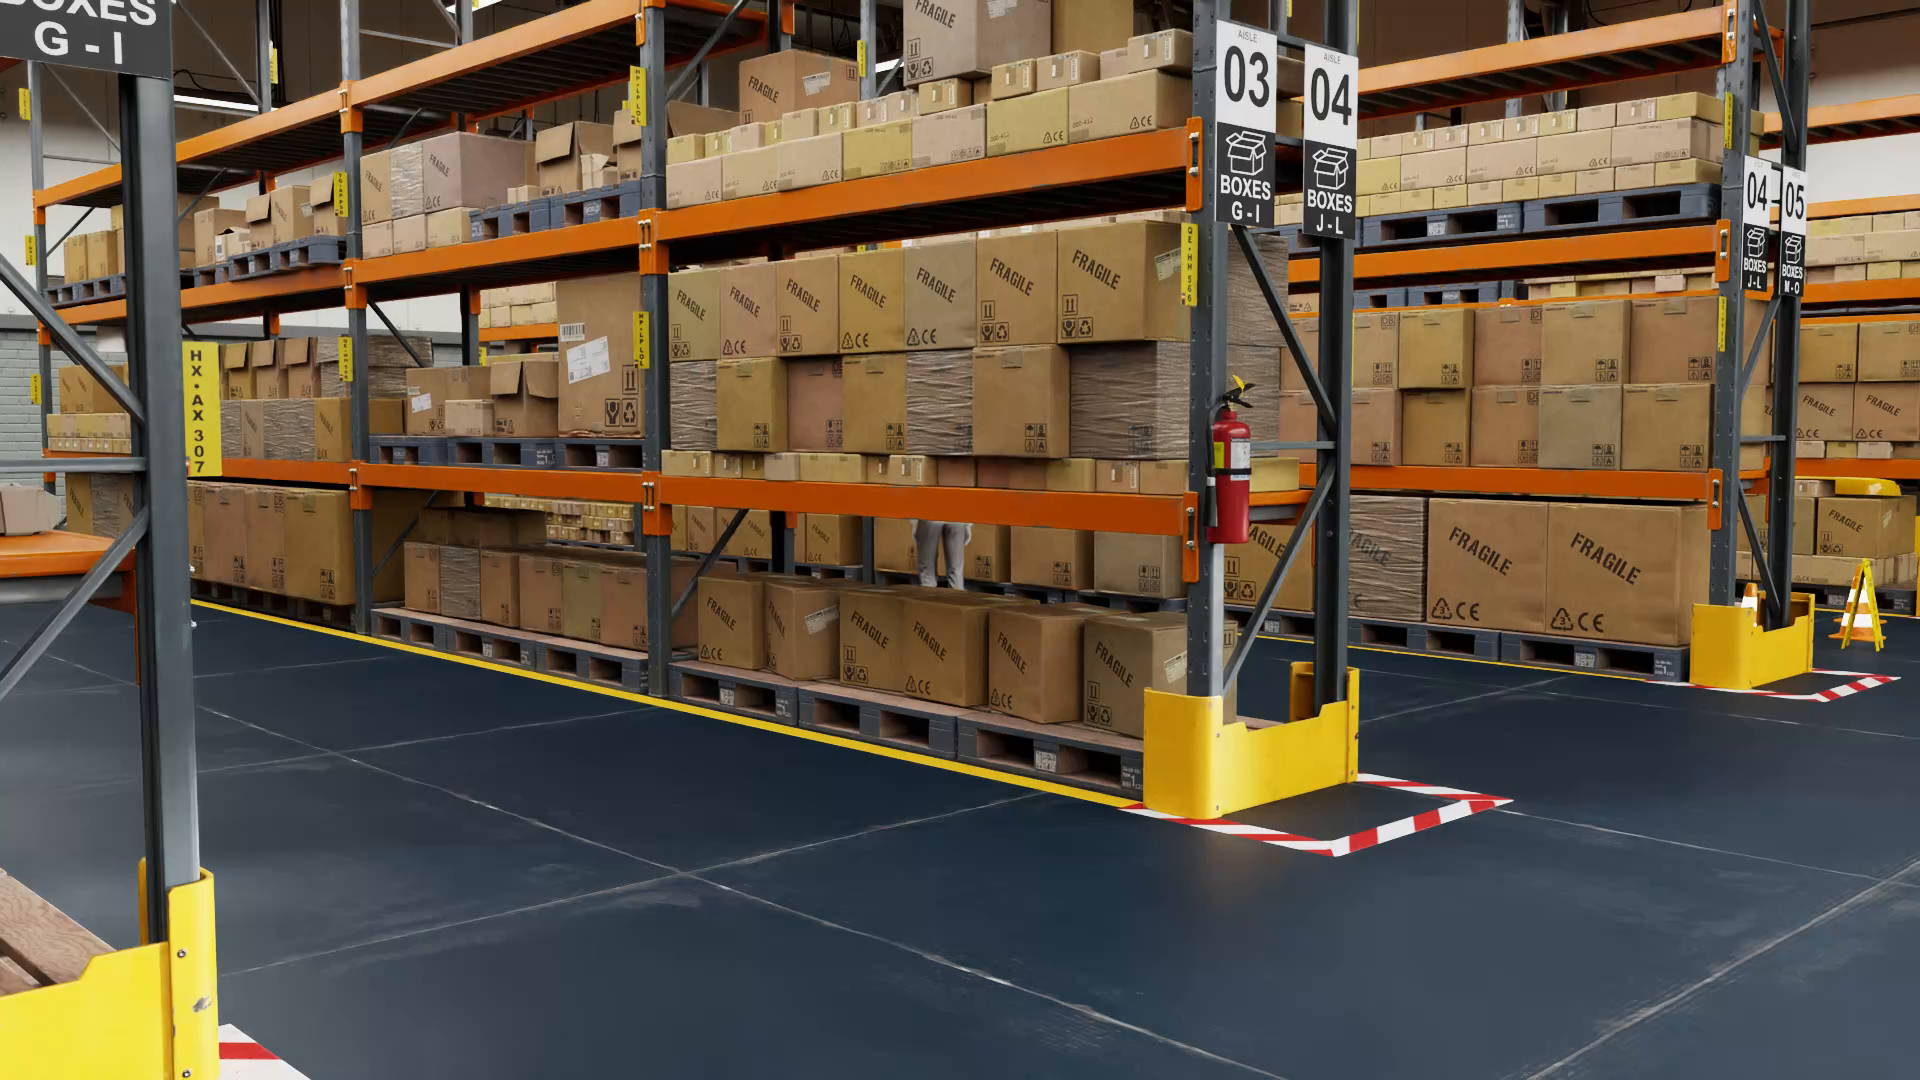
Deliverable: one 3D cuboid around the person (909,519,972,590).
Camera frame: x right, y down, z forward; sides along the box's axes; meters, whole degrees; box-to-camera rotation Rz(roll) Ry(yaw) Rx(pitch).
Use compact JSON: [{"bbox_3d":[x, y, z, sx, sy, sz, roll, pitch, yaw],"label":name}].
[{"bbox_3d":[-0.141,-0.118,12.326,0.487,1.702,0.369,-1,4,-15],"label":"person"}]
